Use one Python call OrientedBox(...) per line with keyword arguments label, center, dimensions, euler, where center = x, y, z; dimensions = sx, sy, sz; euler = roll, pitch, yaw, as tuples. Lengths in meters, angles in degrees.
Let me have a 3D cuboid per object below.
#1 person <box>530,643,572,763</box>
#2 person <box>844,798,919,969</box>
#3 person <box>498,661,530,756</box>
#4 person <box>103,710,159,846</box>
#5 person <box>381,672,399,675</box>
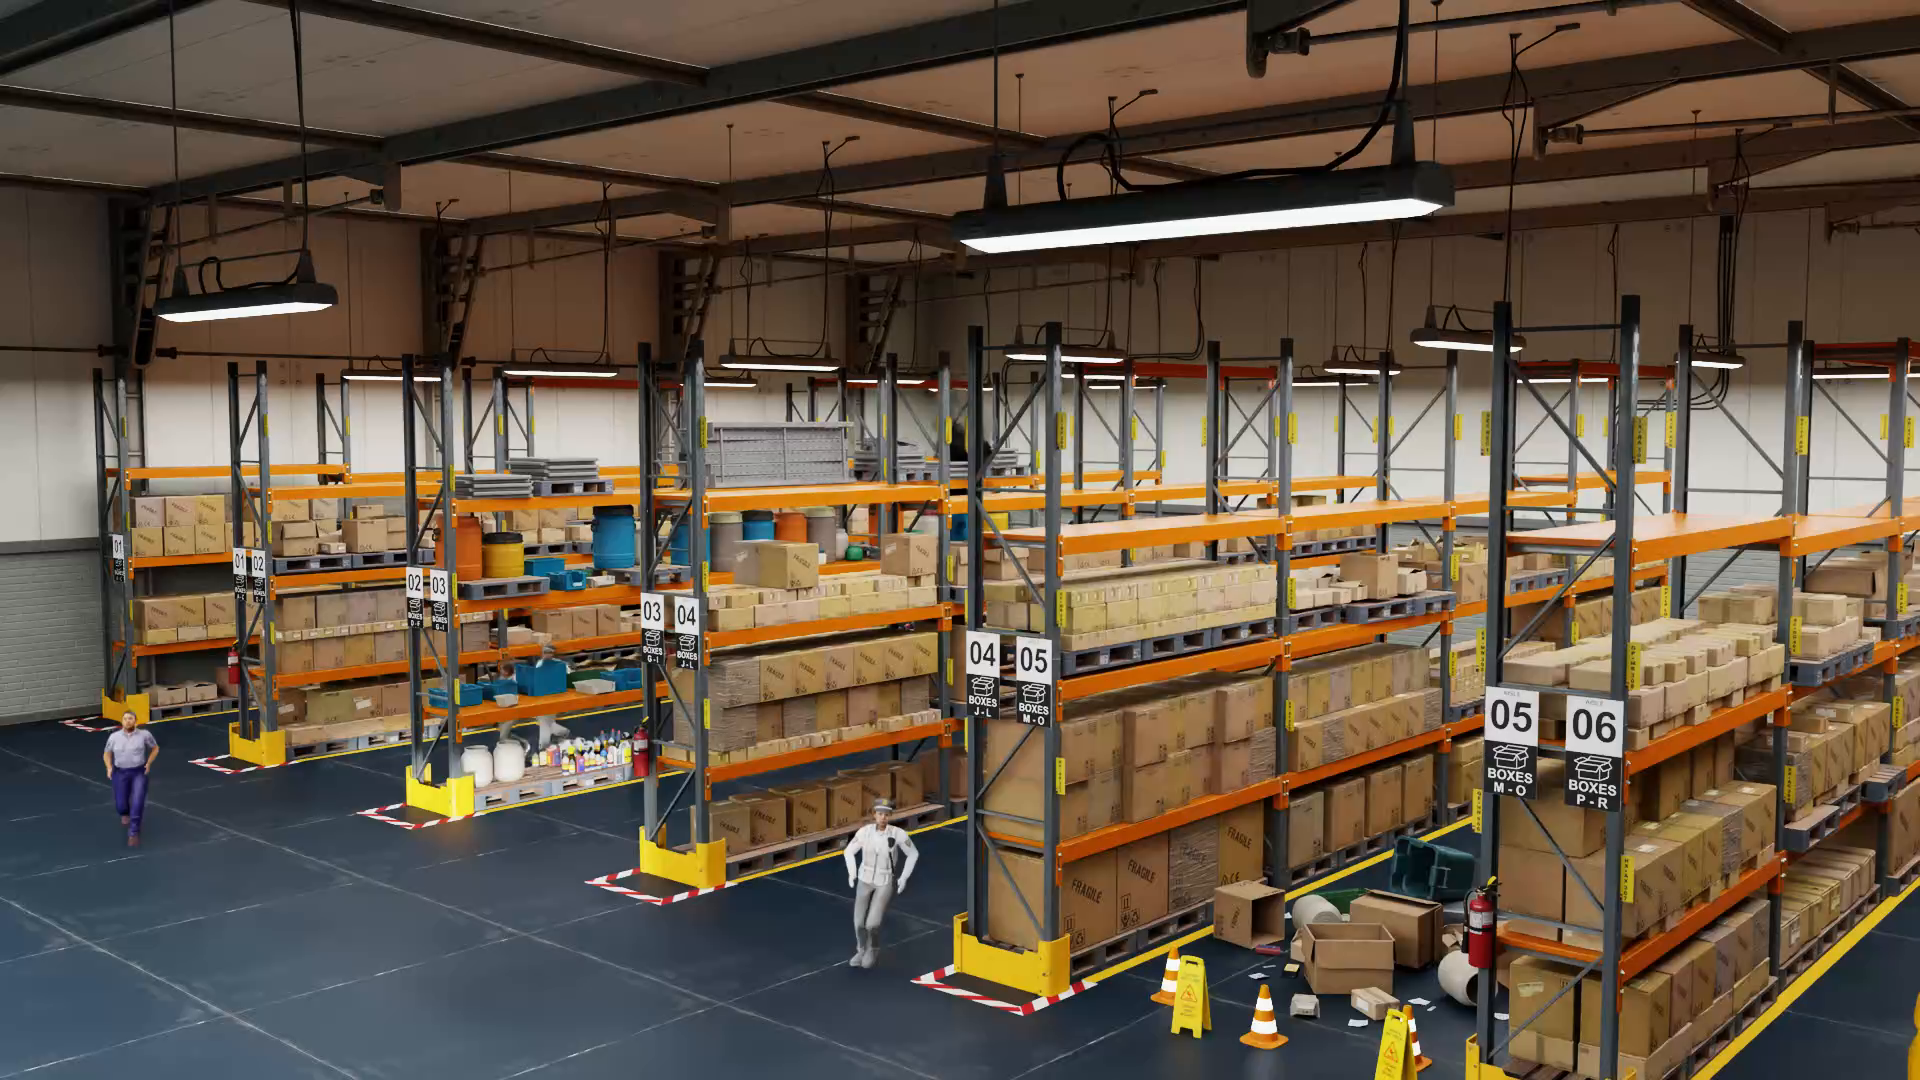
OrientedBox(label="person", center=(-6.233, 2.437, 25.289), dimensions=(0.662, 1.780, 0.911), euler=(2, 5, 30))
OrientedBox(label="person", center=(-0.764, 3.201, 15.486), dimensions=(0.677, 1.634, 0.573), euler=(1, 4, 15))
OrientedBox(label="person", center=(-6.614, 2.569, 24.347), dimensions=(0.538, 1.577, 0.877), euler=(3, 5, 31))
OrientedBox(label="person", center=(-10.126, 2.883, 20.335), dimensions=(0.614, 1.618, 0.662), euler=(-2, 5, -22))
OrientedBox(label="person", center=(-9.738, 2.196, 28.729), dimensions=(0.709, 1.737, 0.640), euler=(2, 5, 29))
